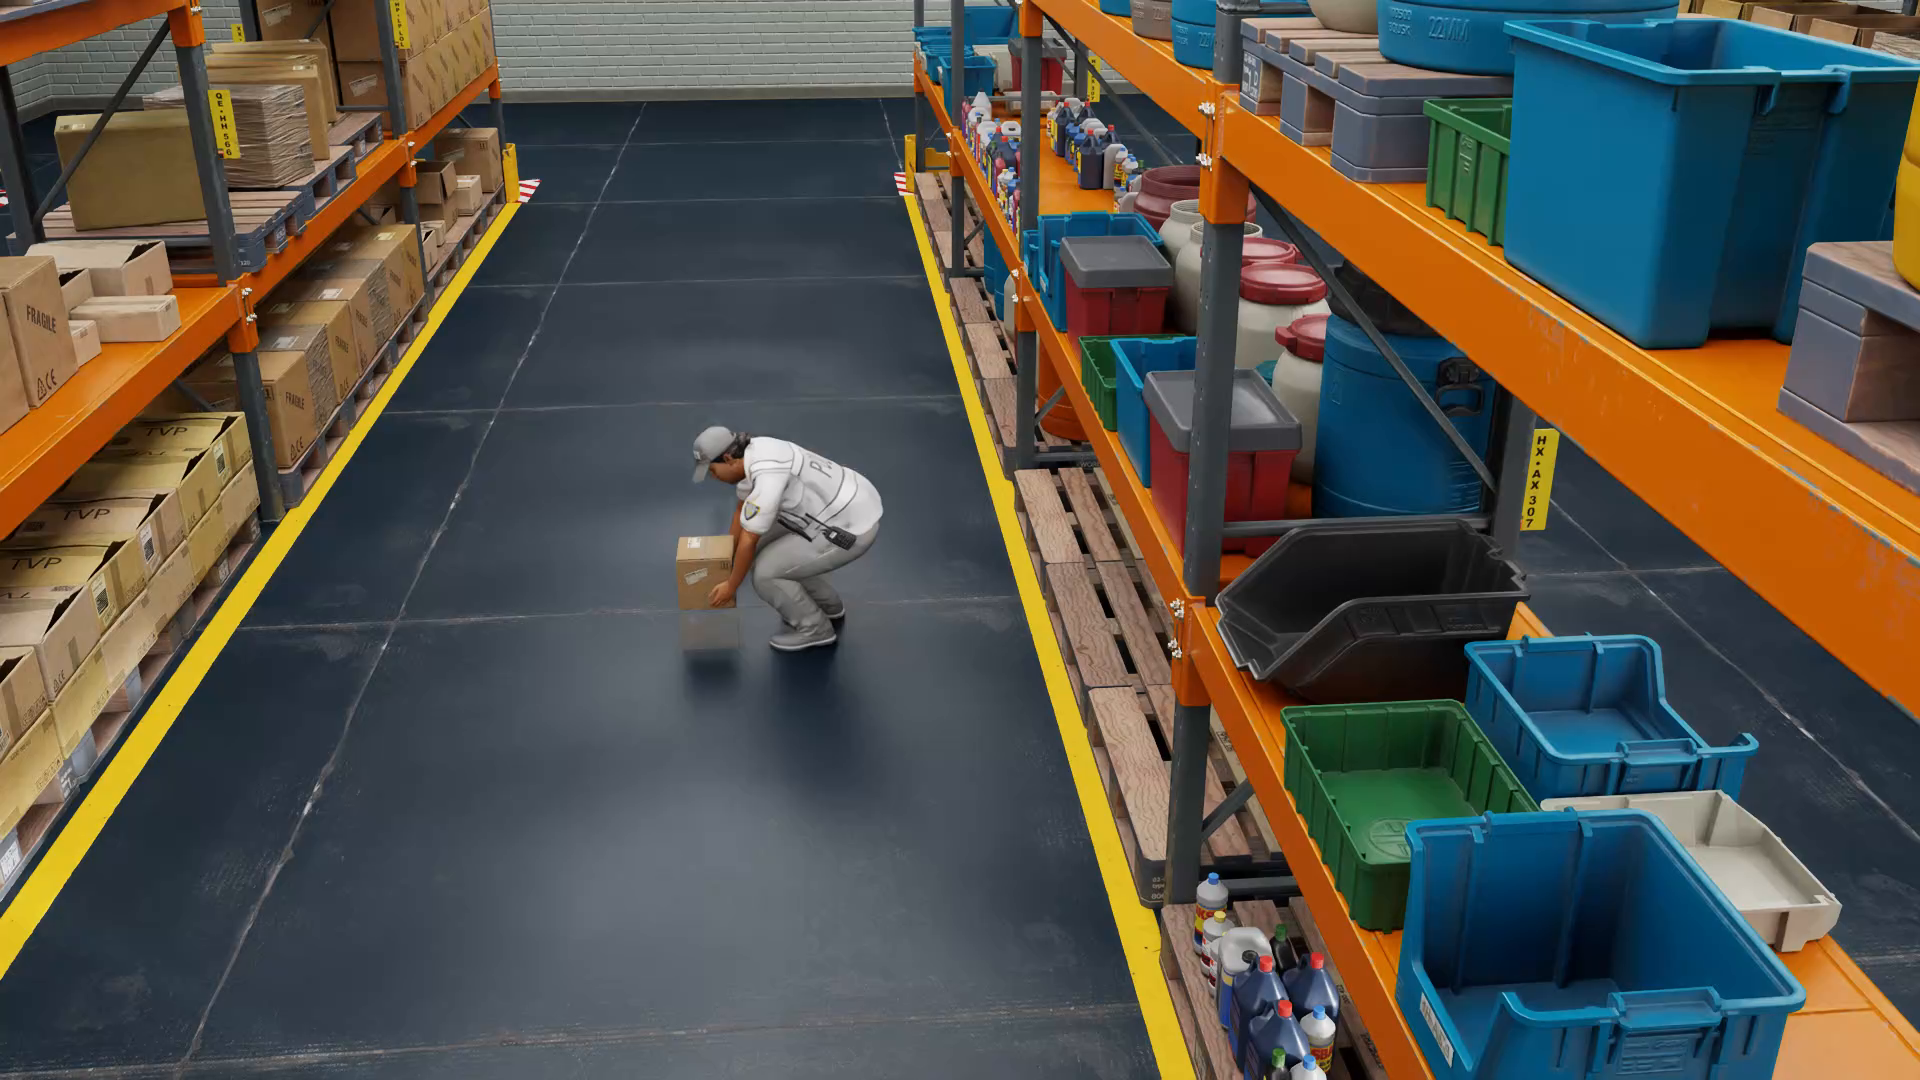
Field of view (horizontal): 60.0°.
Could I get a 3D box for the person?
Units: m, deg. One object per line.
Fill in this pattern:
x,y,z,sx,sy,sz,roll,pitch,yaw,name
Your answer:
-0.762,-0.038,7.463,0.834,1.041,0.532,-2,24,-5,person
